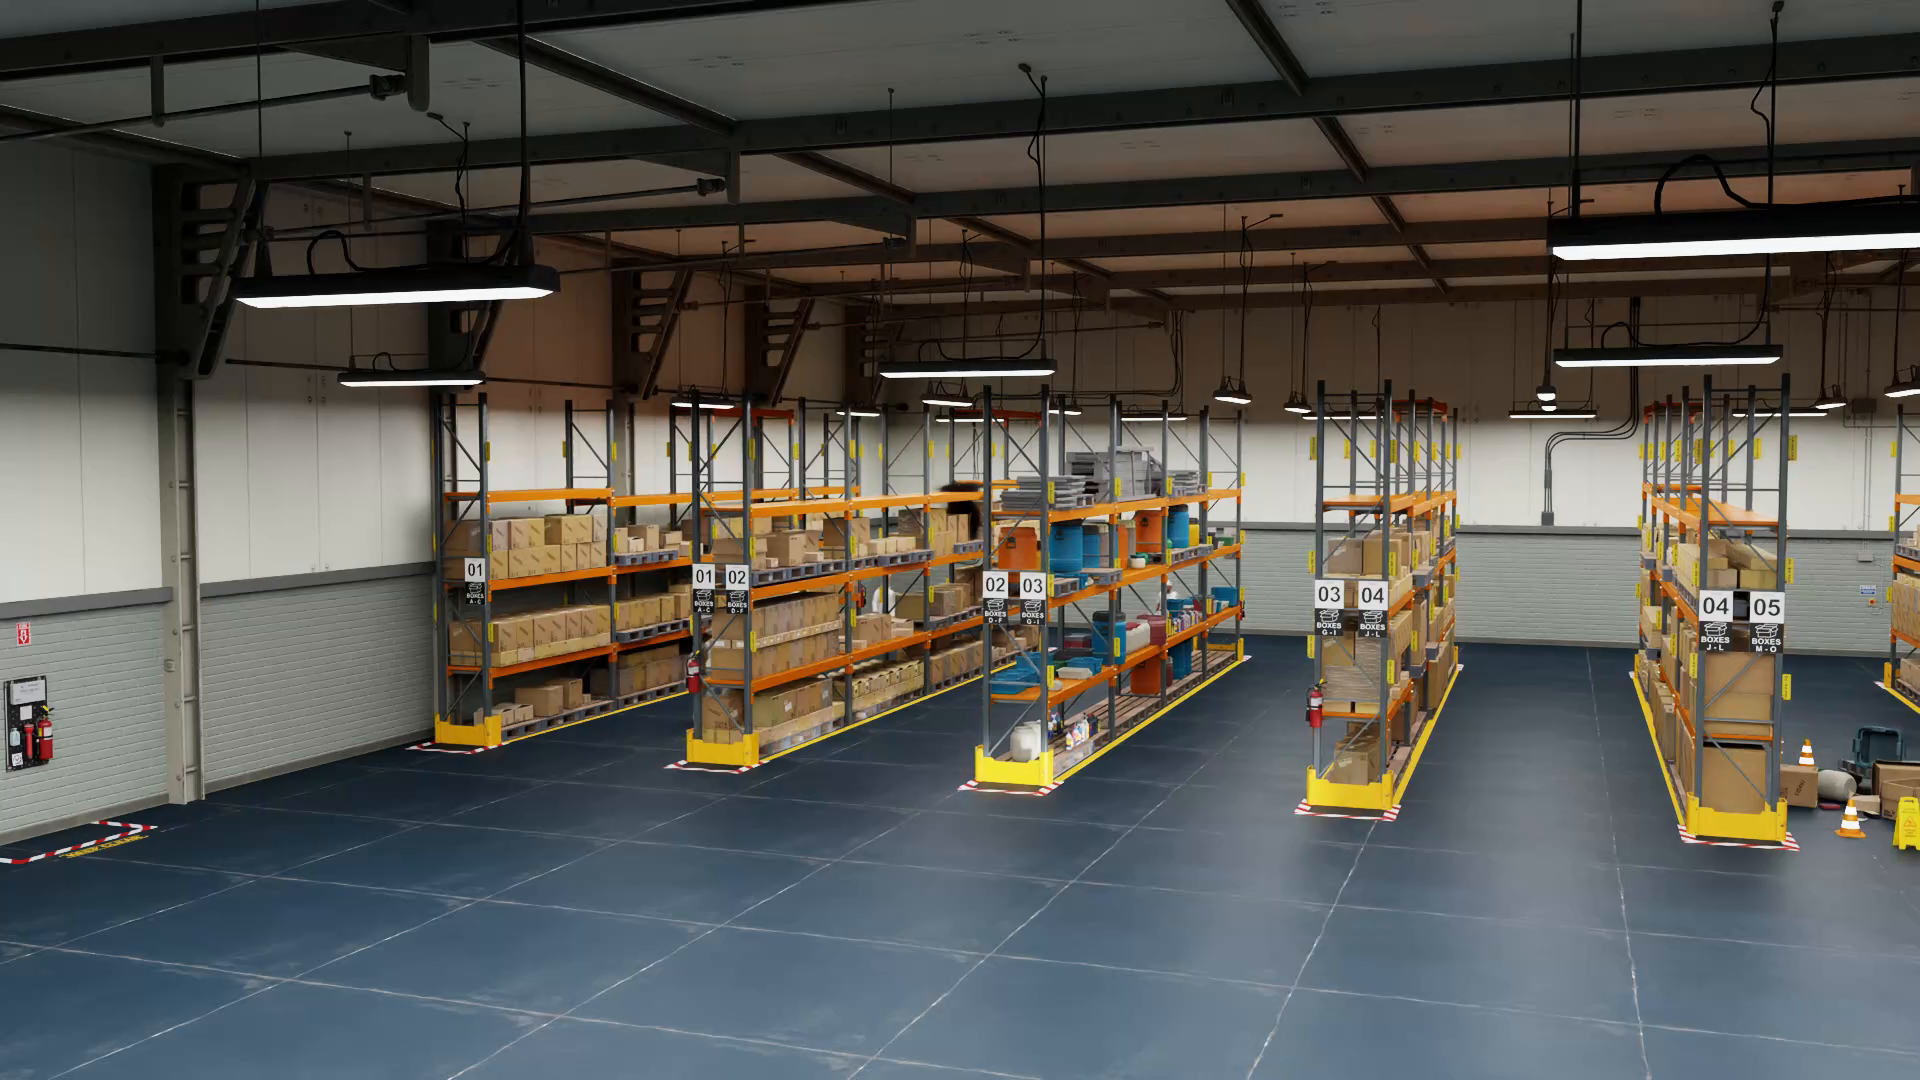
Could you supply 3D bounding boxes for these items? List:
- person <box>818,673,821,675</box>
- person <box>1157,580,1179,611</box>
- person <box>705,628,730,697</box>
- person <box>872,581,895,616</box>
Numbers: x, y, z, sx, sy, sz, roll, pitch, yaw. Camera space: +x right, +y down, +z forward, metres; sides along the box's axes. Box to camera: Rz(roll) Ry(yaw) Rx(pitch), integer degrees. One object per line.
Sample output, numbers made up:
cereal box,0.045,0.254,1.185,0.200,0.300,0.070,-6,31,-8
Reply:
person,-3.298,2.105,36.722,0.481,1.756,0.551,-2,3,-29
person,5.209,1.895,41.557,0.588,1.791,0.435,0,3,0
person,-4.627,2.500,31.556,0.537,1.751,0.488,-3,4,-44
person,-1.922,1.852,41.858,0.567,1.715,1.133,1,3,15
